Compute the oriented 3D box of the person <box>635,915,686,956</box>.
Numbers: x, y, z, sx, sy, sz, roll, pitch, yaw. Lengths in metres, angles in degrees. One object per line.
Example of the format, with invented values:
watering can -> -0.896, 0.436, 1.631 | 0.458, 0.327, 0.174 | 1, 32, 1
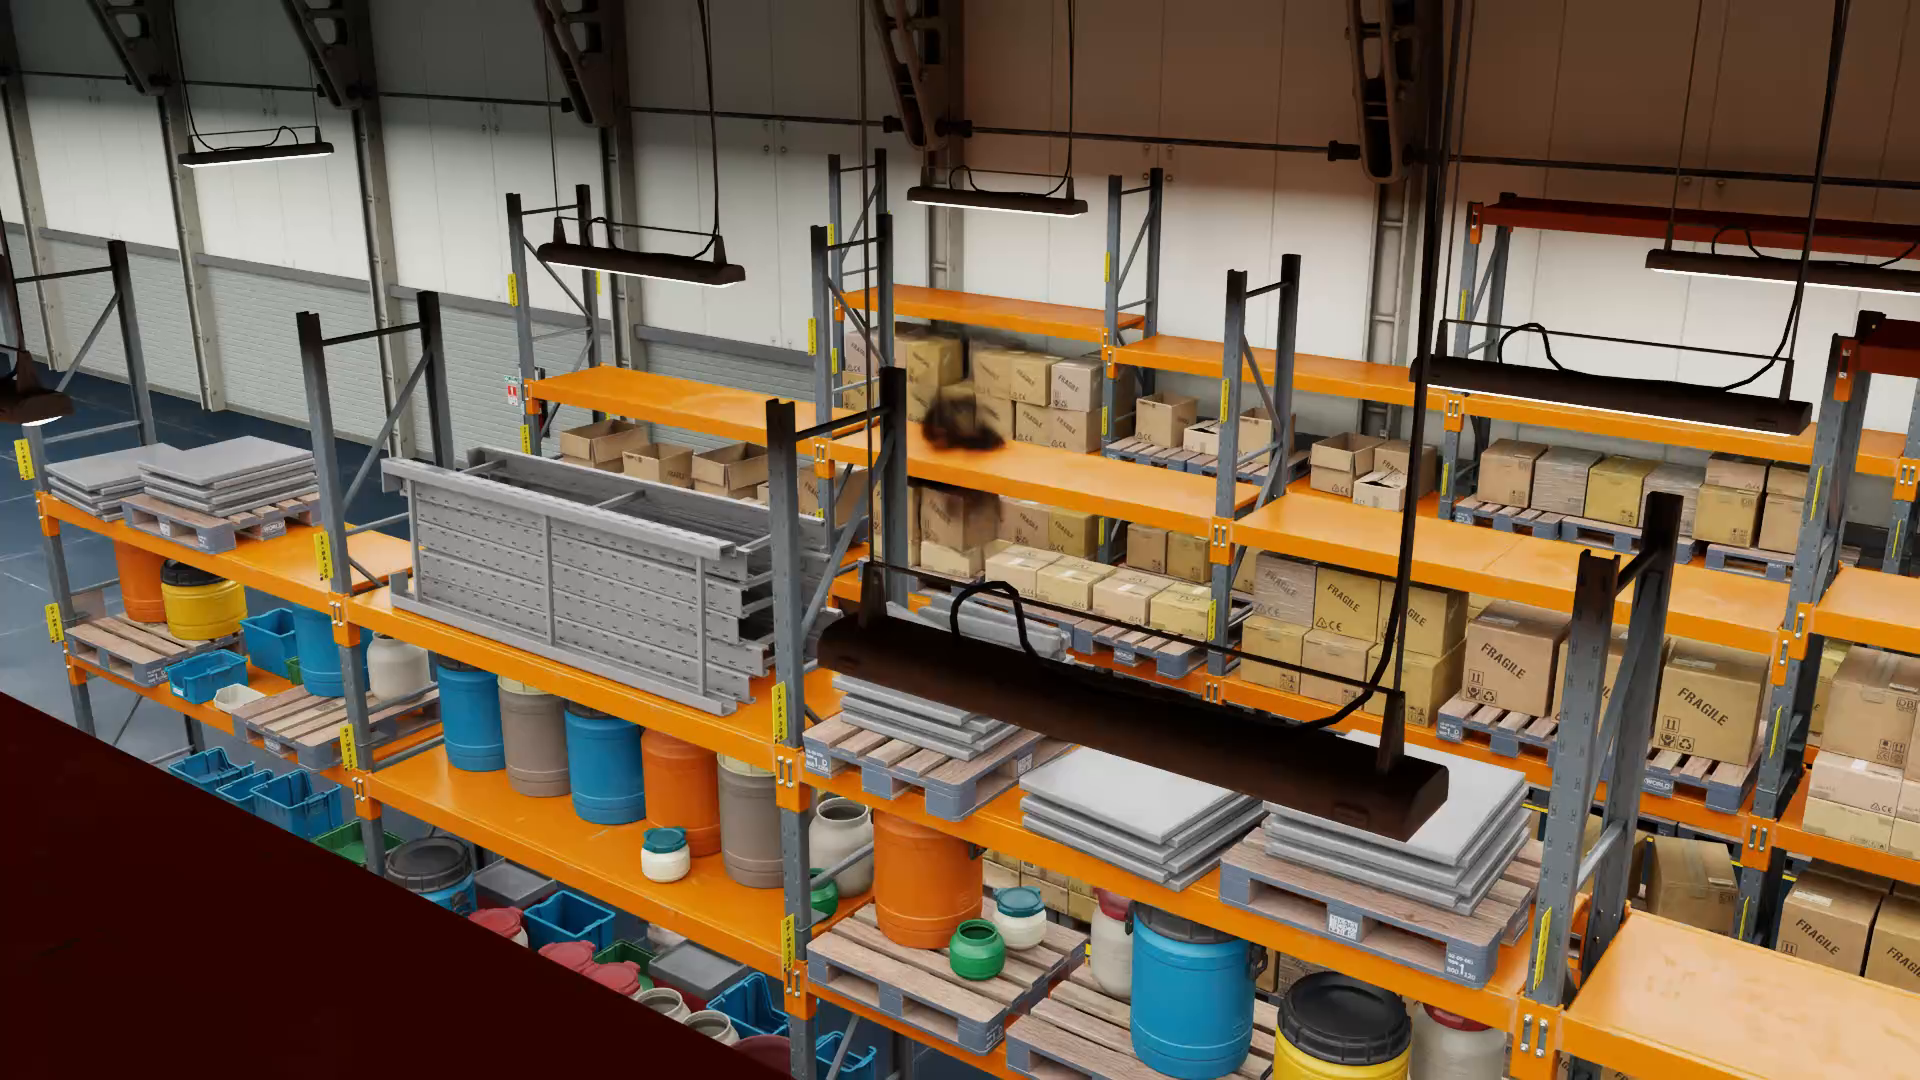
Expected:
person -> -2.248, 3.105, 13.029 | 0.770, 1.841, 0.657 | 10, 21, 27
